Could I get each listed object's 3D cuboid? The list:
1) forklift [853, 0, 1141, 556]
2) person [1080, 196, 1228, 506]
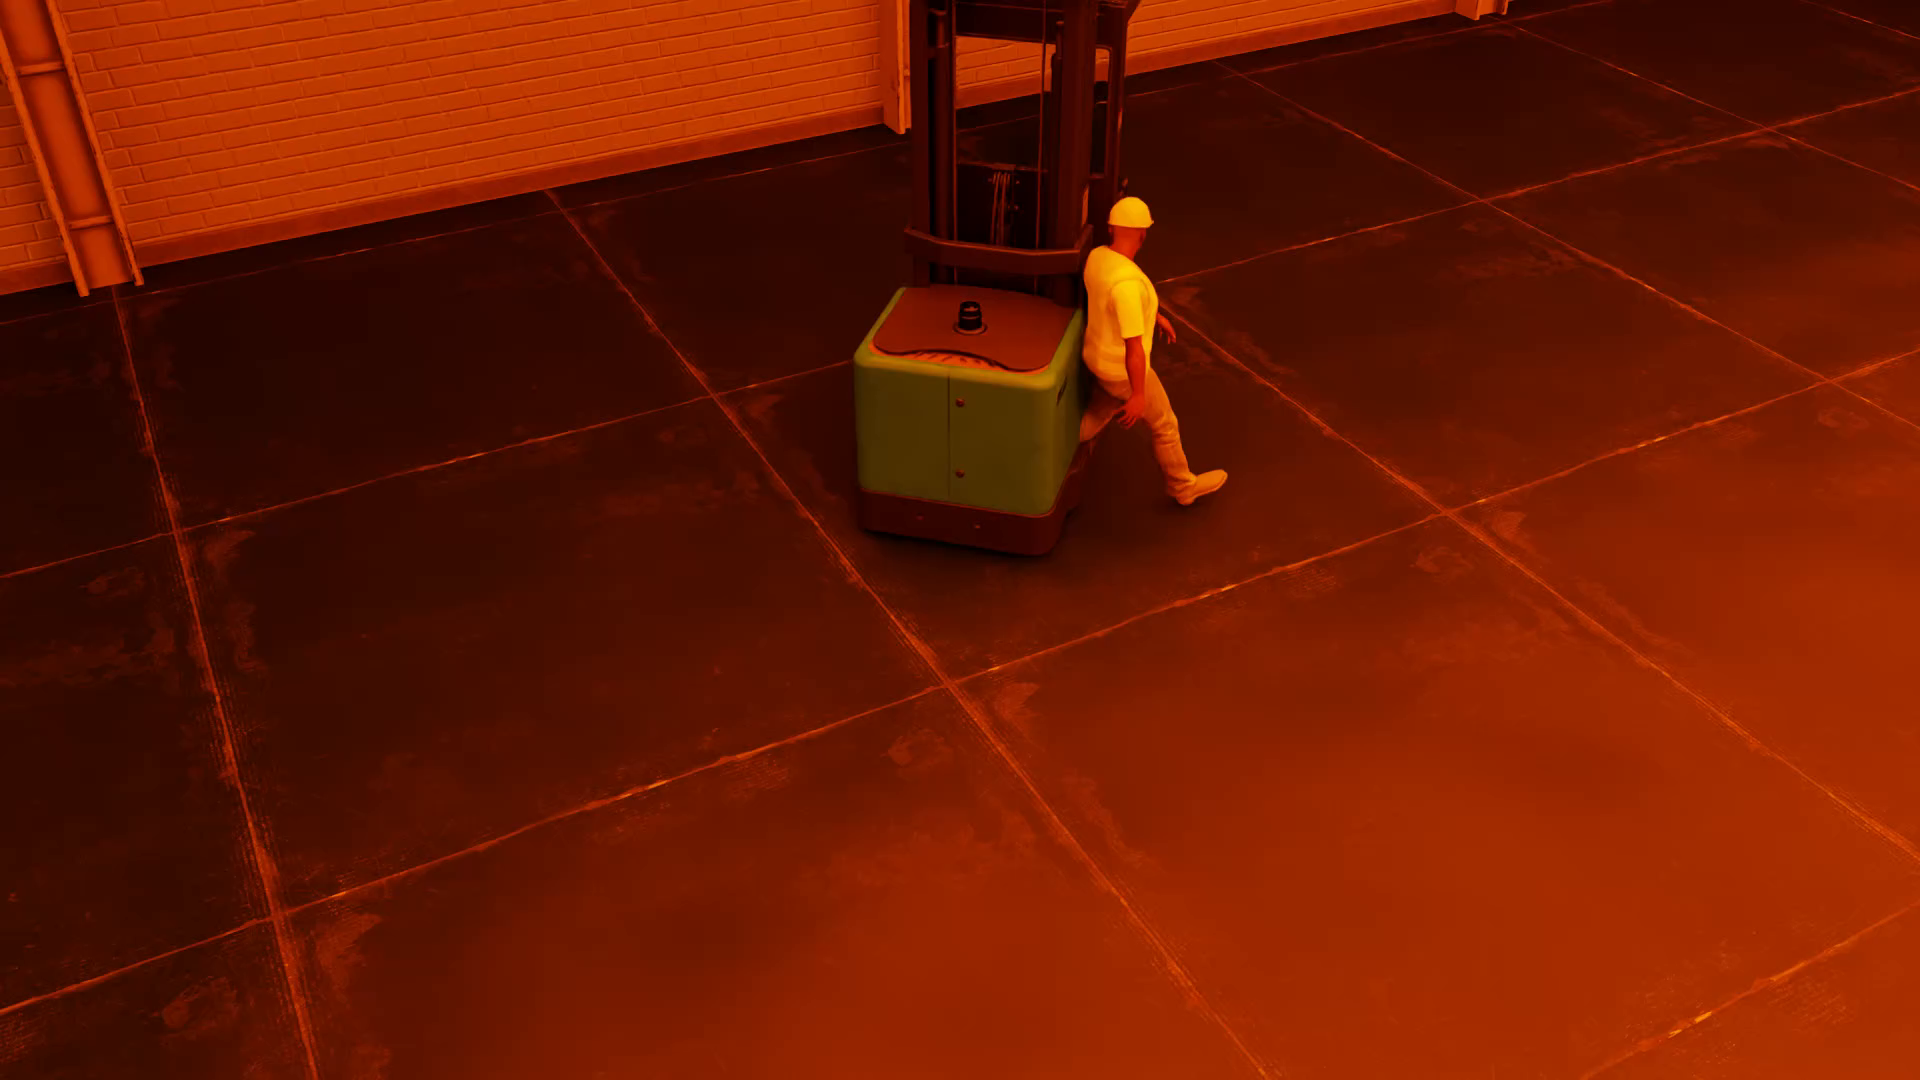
[{"bbox_3d":[0.349,-1.966,8.905,1.130,2.935,3.031,9,36,13],"label":"forklift"},{"bbox_3d":[0.934,-0.911,8.518,0.926,1.736,0.752,-11,37,-15],"label":"person"}]
